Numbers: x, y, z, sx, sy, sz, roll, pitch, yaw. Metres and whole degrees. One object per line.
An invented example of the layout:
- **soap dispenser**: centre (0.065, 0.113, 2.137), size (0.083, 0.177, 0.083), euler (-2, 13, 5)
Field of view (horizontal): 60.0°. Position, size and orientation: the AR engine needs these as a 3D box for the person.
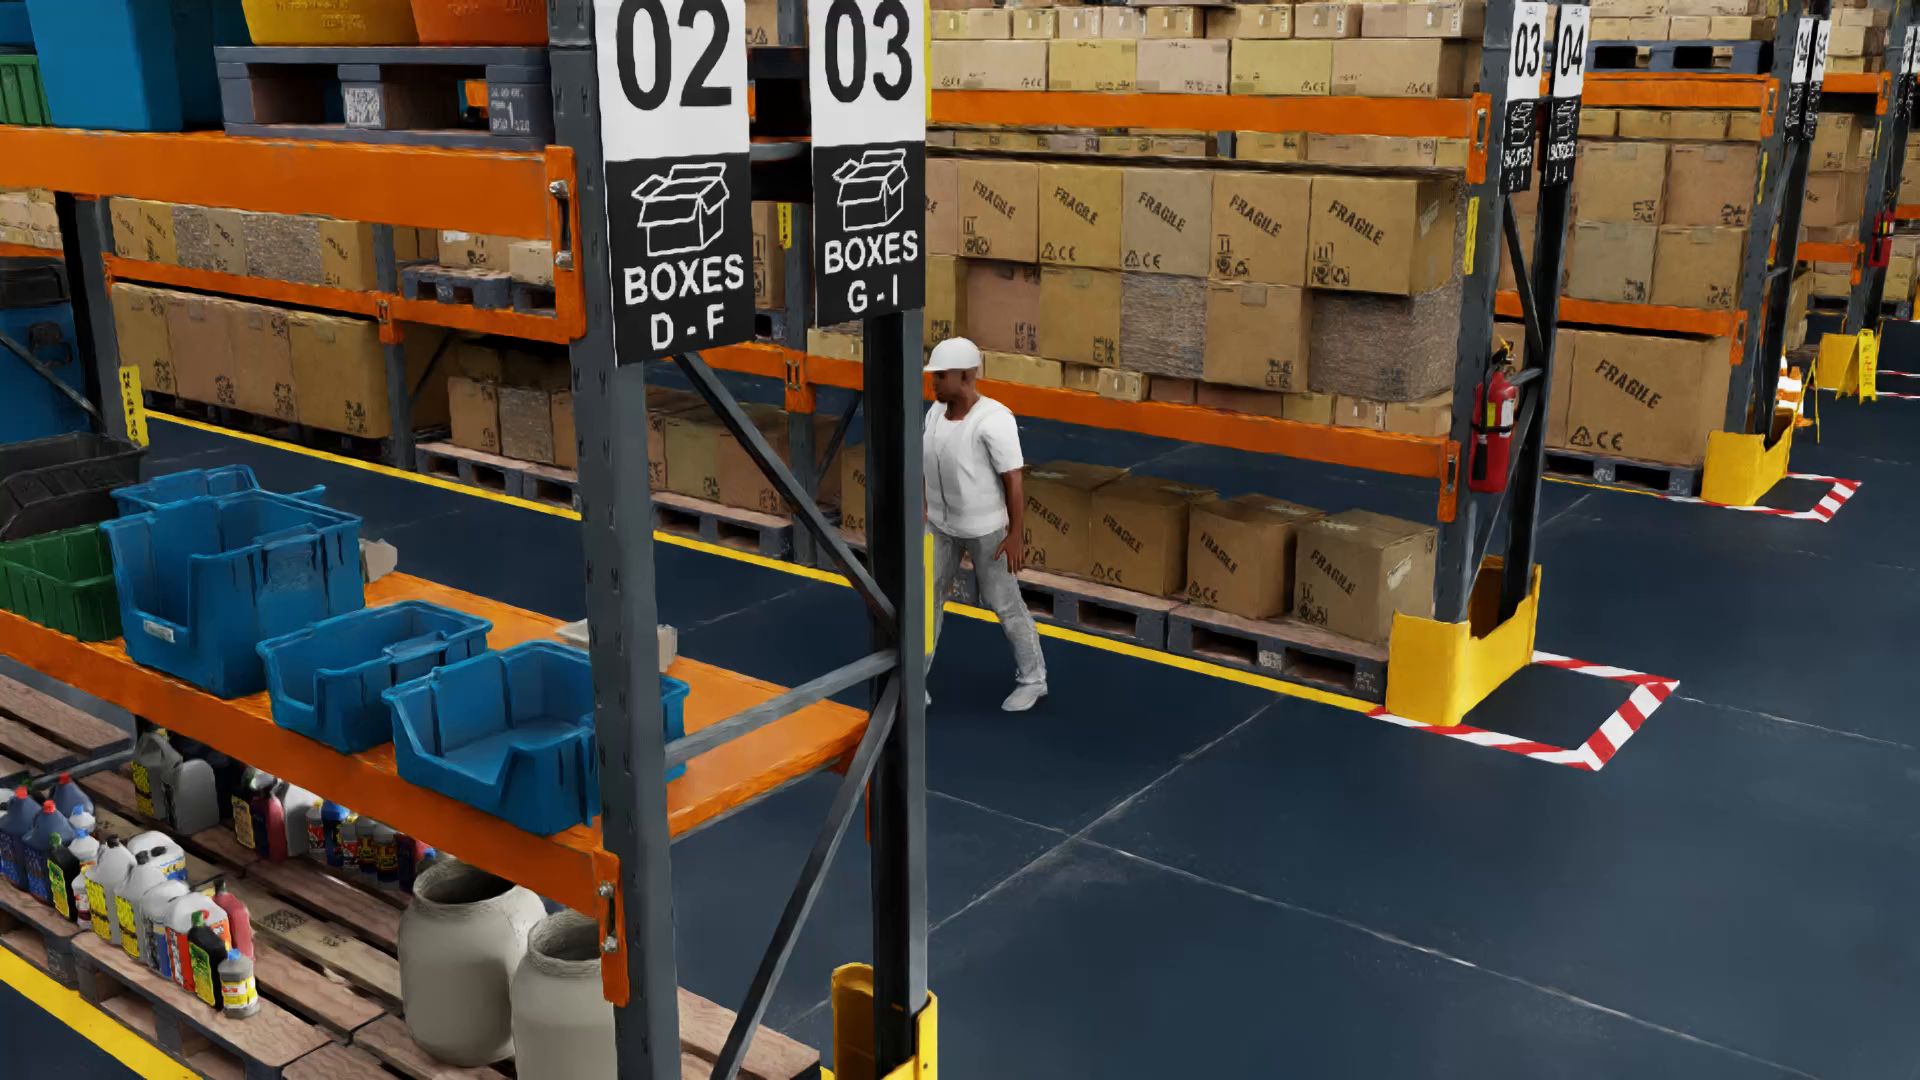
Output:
- **person**: centre (0.048, -0.066, 7.725), size (0.623, 1.754, 0.640), euler (14, 22, 40)
